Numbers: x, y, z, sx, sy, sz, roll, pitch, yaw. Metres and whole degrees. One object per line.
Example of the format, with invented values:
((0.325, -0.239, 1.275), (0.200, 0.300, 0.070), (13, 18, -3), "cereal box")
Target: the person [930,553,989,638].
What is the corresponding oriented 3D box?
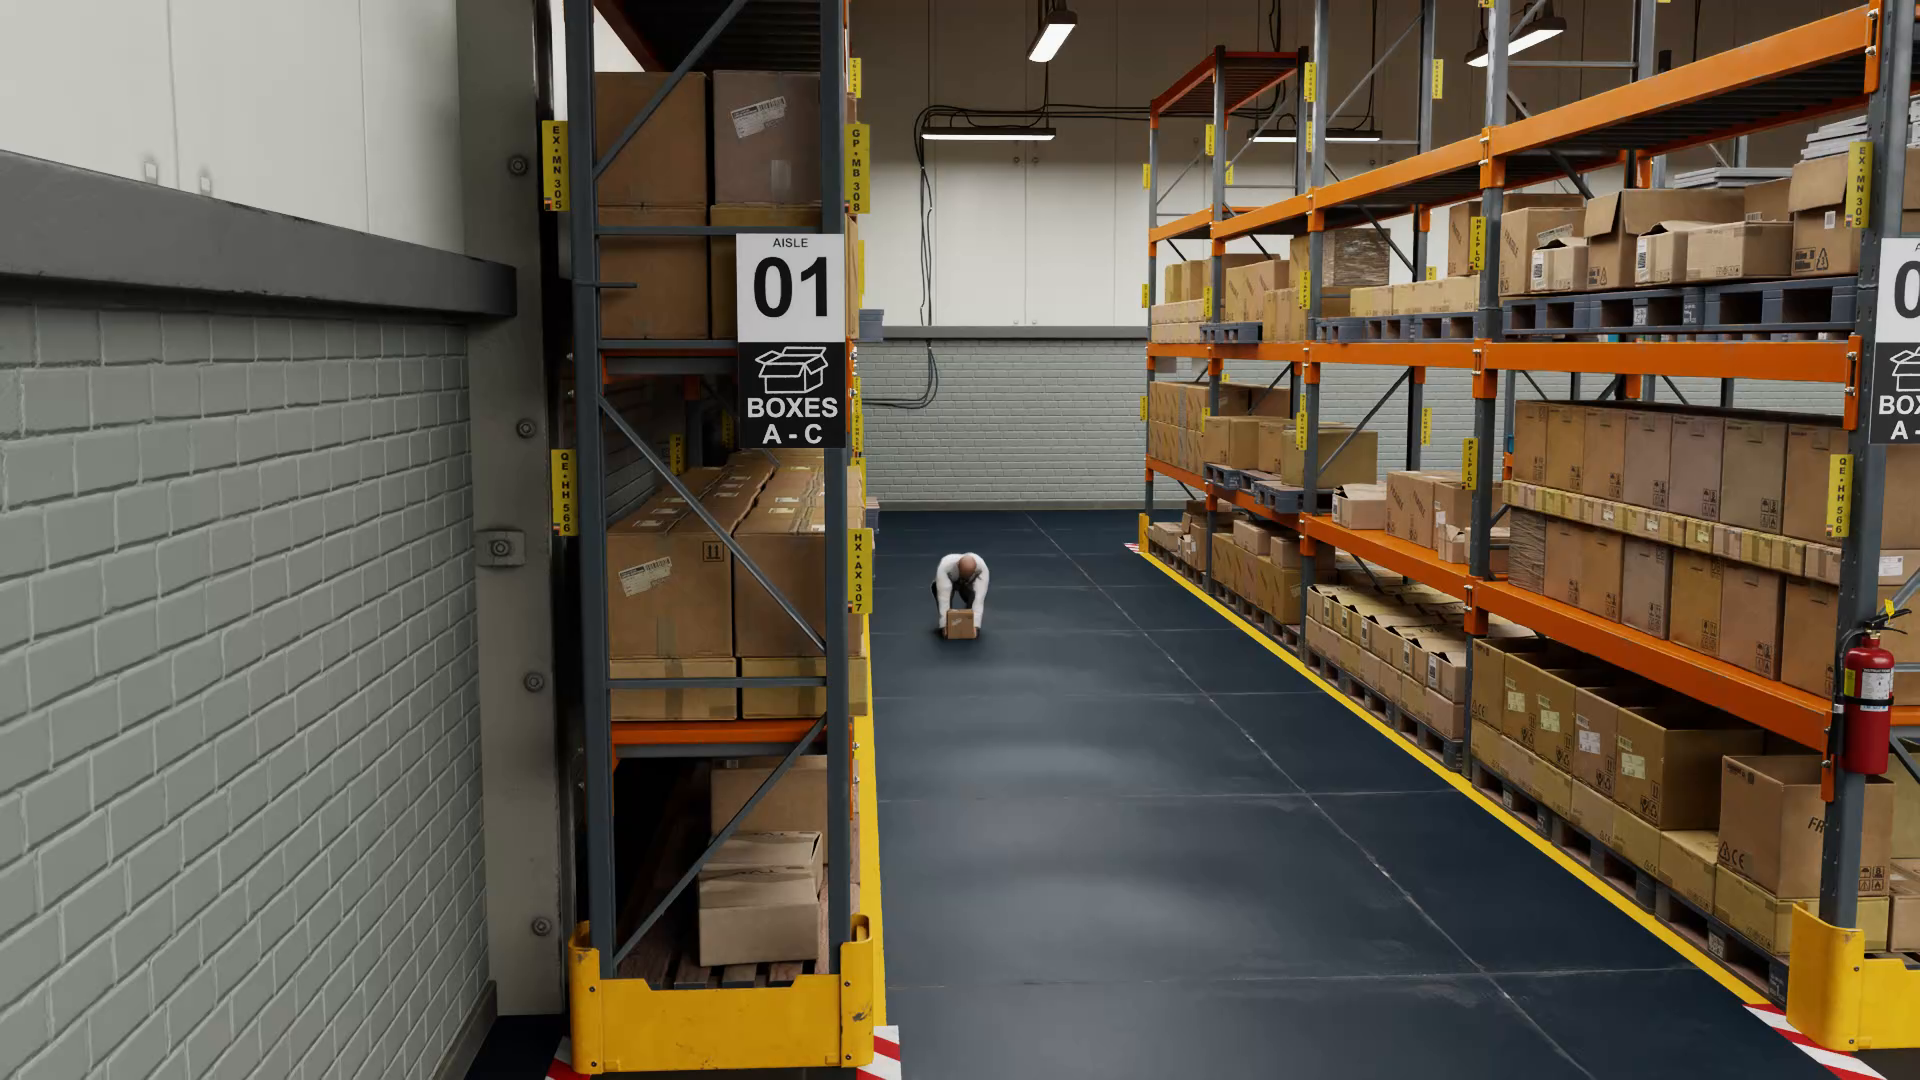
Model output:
((-0.001, 0.531, 16.284), (0.572, 0.830, 0.919), (-1, 7, -5), "person")
